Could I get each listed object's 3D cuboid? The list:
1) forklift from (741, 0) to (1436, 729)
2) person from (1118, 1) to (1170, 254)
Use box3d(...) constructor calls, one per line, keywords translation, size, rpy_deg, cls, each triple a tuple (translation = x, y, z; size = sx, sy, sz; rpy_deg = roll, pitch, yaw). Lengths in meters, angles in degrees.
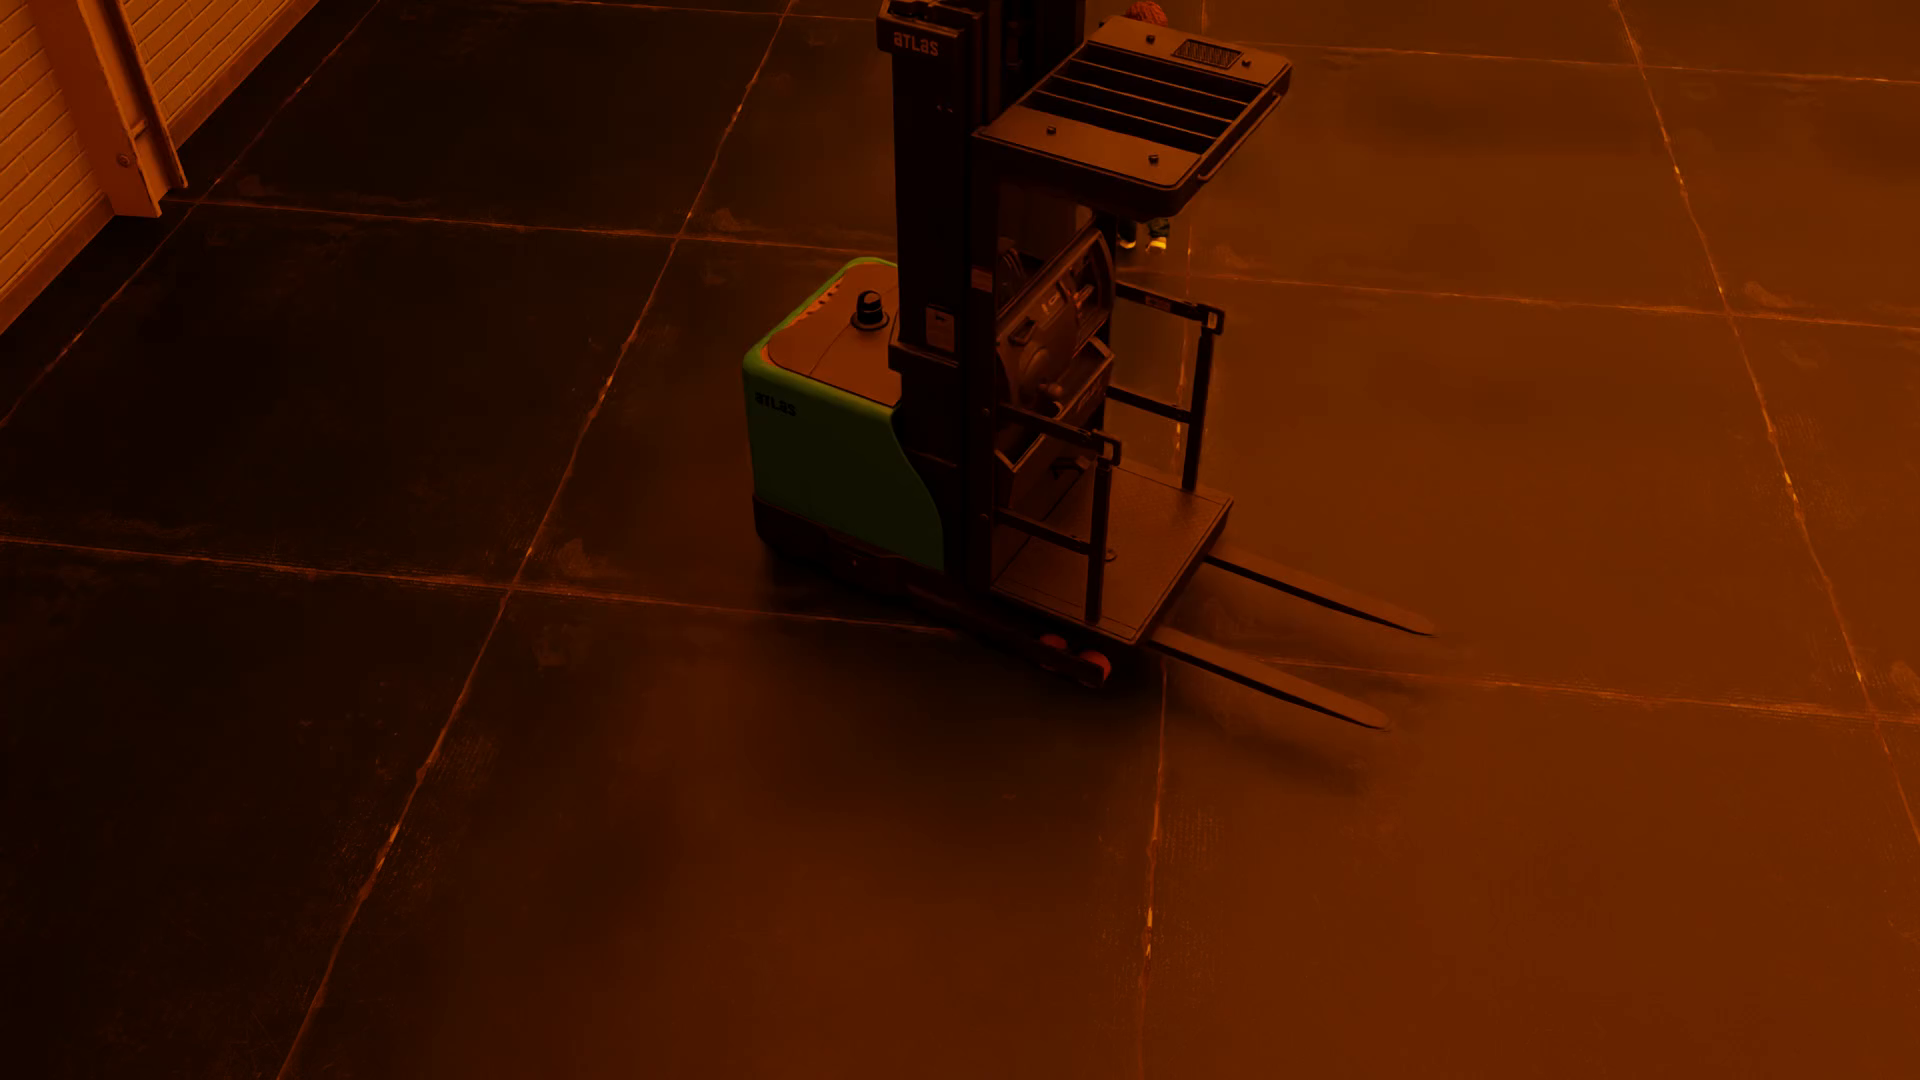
box3d(translation=(0.572, -0.857, 6.657), size=(3.031, 2.935, 1.130), rpy_deg=(21, 47, 22), cls="forklift")
box3d(translation=(0.965, -2.255, 9.213), size=(0.563, 1.547, 0.579), rpy_deg=(-3, 43, -3), cls="person")
